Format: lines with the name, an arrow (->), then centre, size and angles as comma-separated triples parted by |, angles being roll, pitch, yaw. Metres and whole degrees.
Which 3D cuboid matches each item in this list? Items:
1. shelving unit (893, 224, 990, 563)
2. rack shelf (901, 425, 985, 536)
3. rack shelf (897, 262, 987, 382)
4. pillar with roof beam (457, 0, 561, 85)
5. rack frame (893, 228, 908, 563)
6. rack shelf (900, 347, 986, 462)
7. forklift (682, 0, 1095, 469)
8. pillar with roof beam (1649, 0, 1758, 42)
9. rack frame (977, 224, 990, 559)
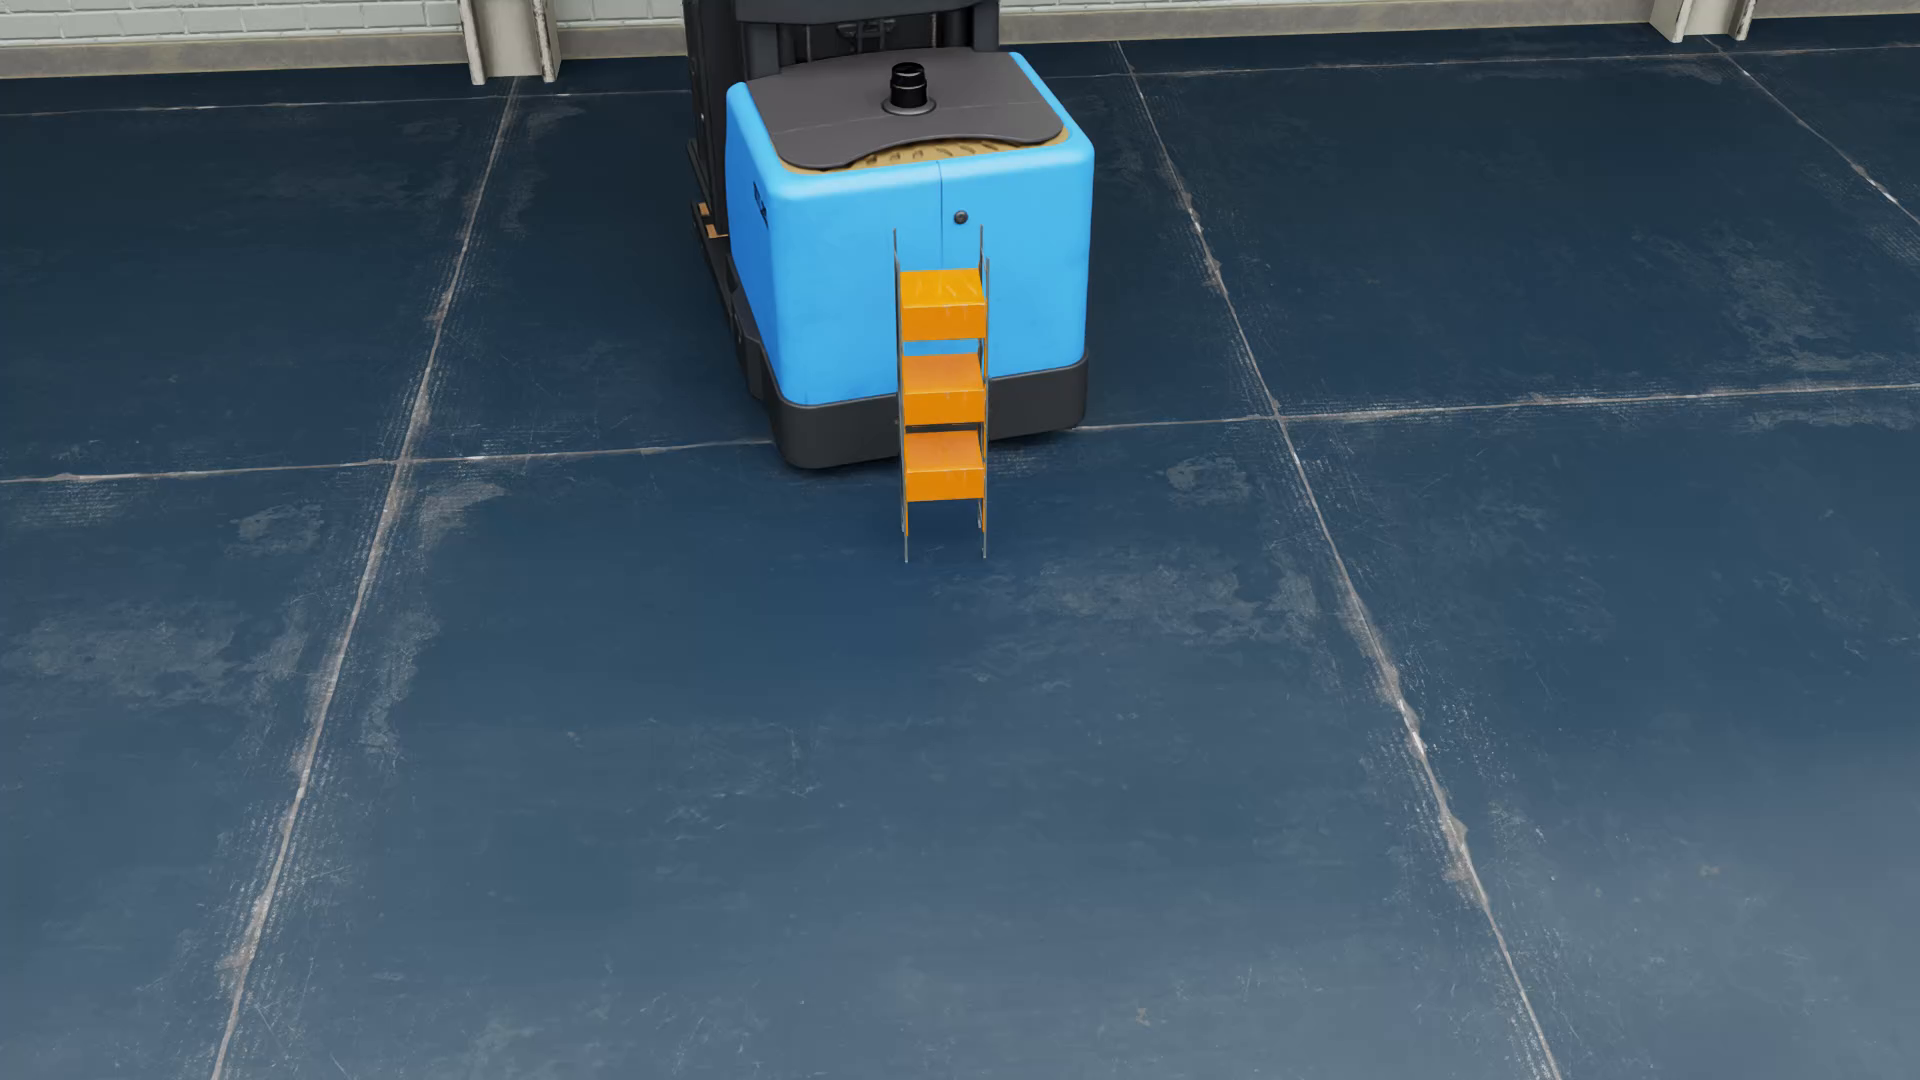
shelving unit -> -0.053, -0.409, 4.921 | 0.252, 1.050, 0.215 | -3, 38, -4
rack shelf -> -0.053, -0.183, 5.100 | 0.240, 0.259, 0.215 | -3, 38, -4
rack shelf -> -0.053, -0.624, 4.752 | 0.240, 0.259, 0.215 | -3, 38, -4
pillar with roof beam -> -1.792, -3.185, 2.021 | 0.400, 9.000, 9.100 | -3, 38, -4
rack frame -> -0.175, -0.403, 4.913 | 0.008, 1.050, 0.200 | -3, 38, -4
rack shelf -> -0.053, -0.401, 4.928 | 0.240, 0.259, 0.215 | -3, 38, -4
forklift -> -0.464, -2.301, 5.800 | 1.130, 2.935, 3.031 | -10, 39, -12
pillar with roof beam -> 4.184, -3.514, 2.439 | 0.400, 9.000, 9.100 | -3, 38, -4
rack frame -> 0.068, -0.416, 4.930 | 0.008, 1.050, 0.200 | -3, 38, -4
